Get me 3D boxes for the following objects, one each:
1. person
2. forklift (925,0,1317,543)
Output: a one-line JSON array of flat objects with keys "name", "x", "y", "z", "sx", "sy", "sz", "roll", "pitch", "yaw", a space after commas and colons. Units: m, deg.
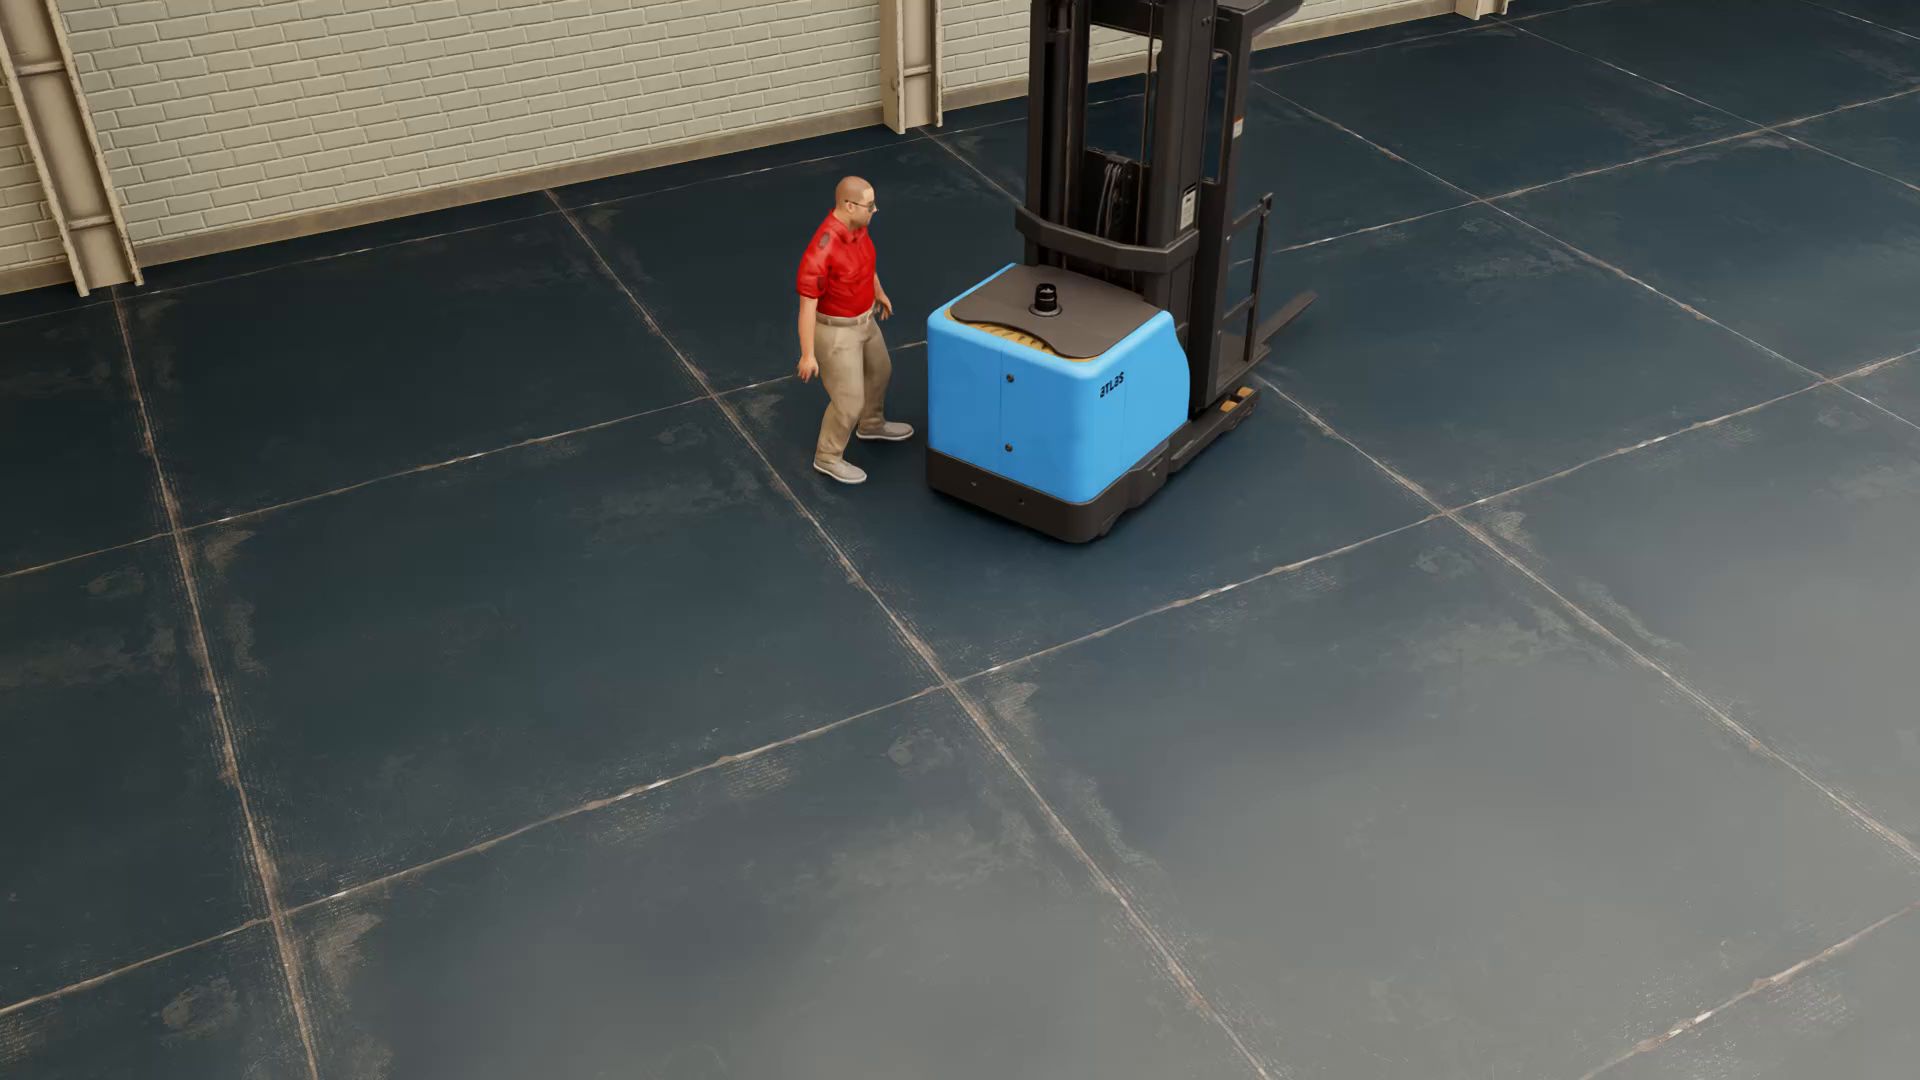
[{"name": "person", "x": -0.579, "y": -1.128, "z": 8.787, "sx": 0.389, "sy": 1.703, "sz": 0.831, "roll": 13, "pitch": 37, "yaw": 17}, {"name": "forklift", "x": 1.091, "y": -1.980, "z": 8.924, "sx": 1.130, "sy": 2.935, "sz": 3.031, "roll": 23, "pitch": 41, "yaw": 29}]
